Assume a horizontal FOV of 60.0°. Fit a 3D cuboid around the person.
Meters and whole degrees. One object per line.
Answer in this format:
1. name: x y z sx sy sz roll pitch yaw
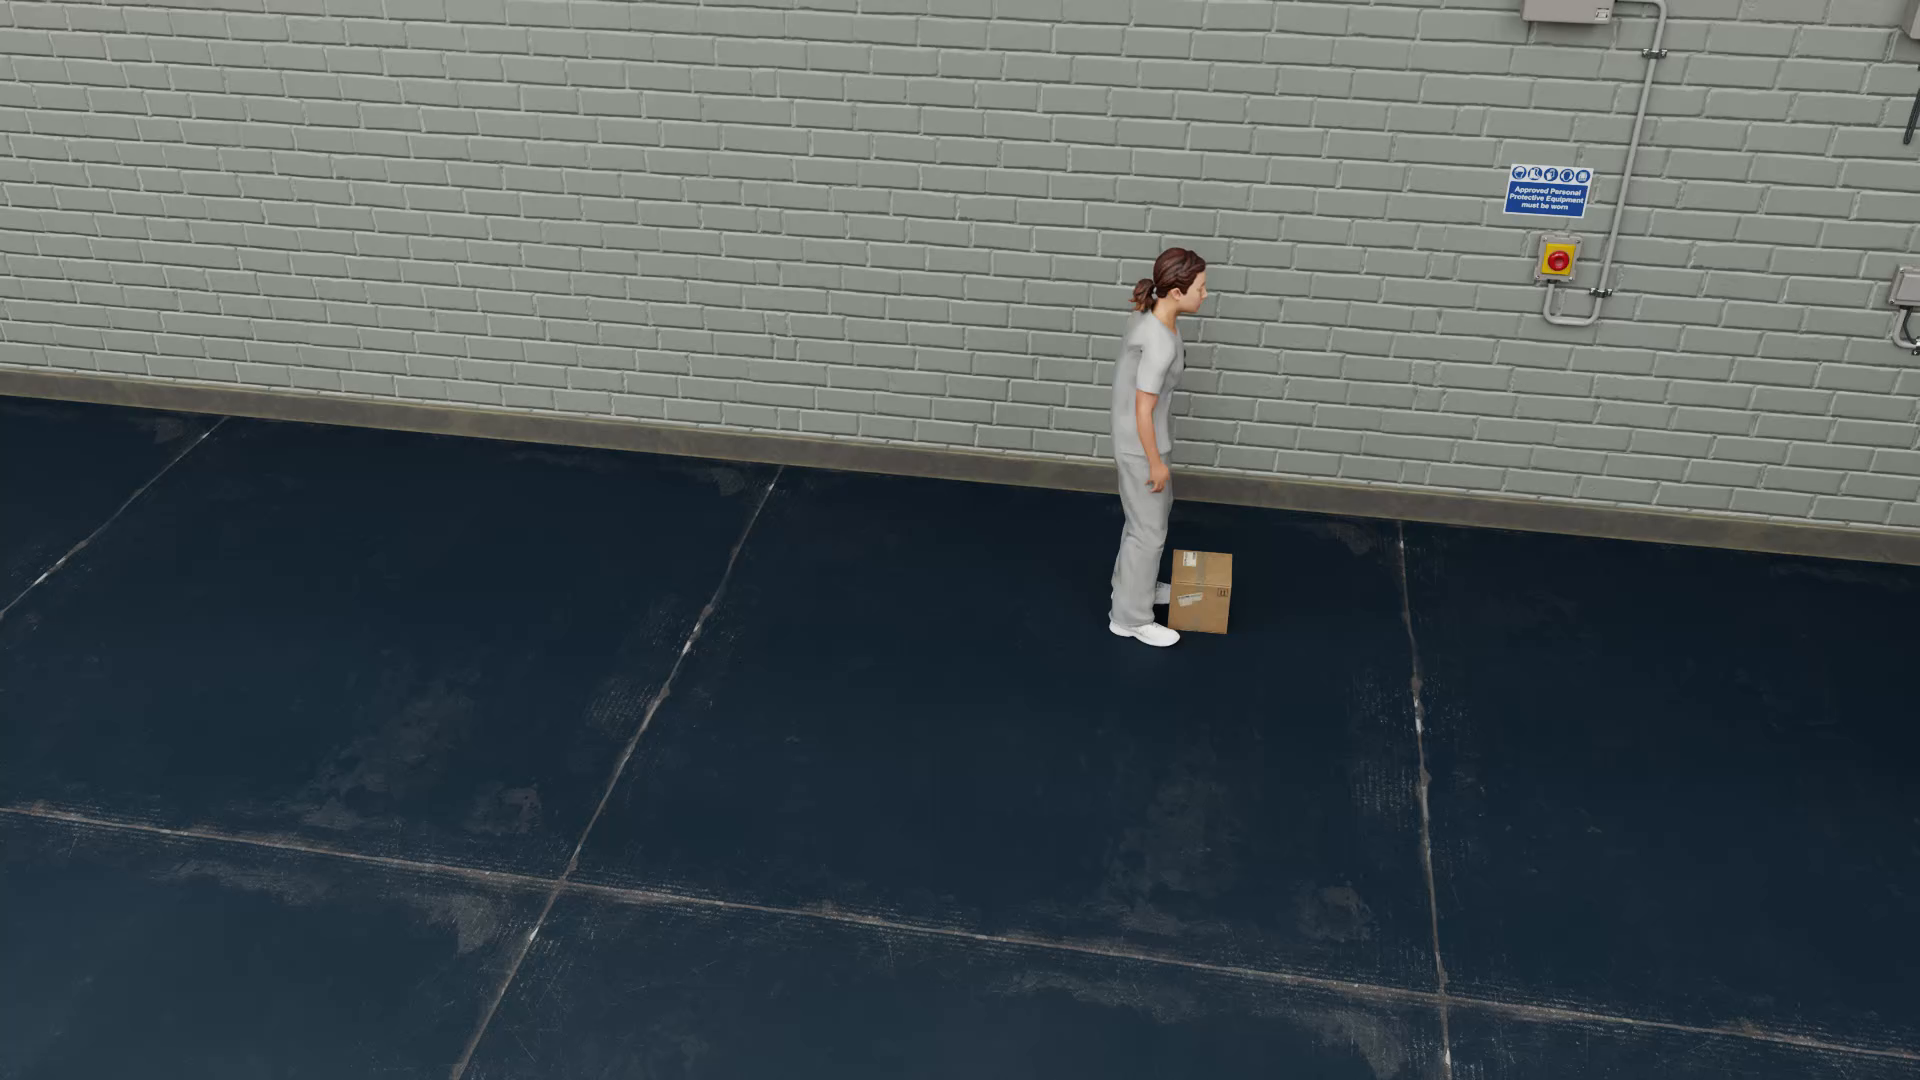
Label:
1. person: 0.781 -0.392 6.754 0.353 1.672 0.502 5 33 7
